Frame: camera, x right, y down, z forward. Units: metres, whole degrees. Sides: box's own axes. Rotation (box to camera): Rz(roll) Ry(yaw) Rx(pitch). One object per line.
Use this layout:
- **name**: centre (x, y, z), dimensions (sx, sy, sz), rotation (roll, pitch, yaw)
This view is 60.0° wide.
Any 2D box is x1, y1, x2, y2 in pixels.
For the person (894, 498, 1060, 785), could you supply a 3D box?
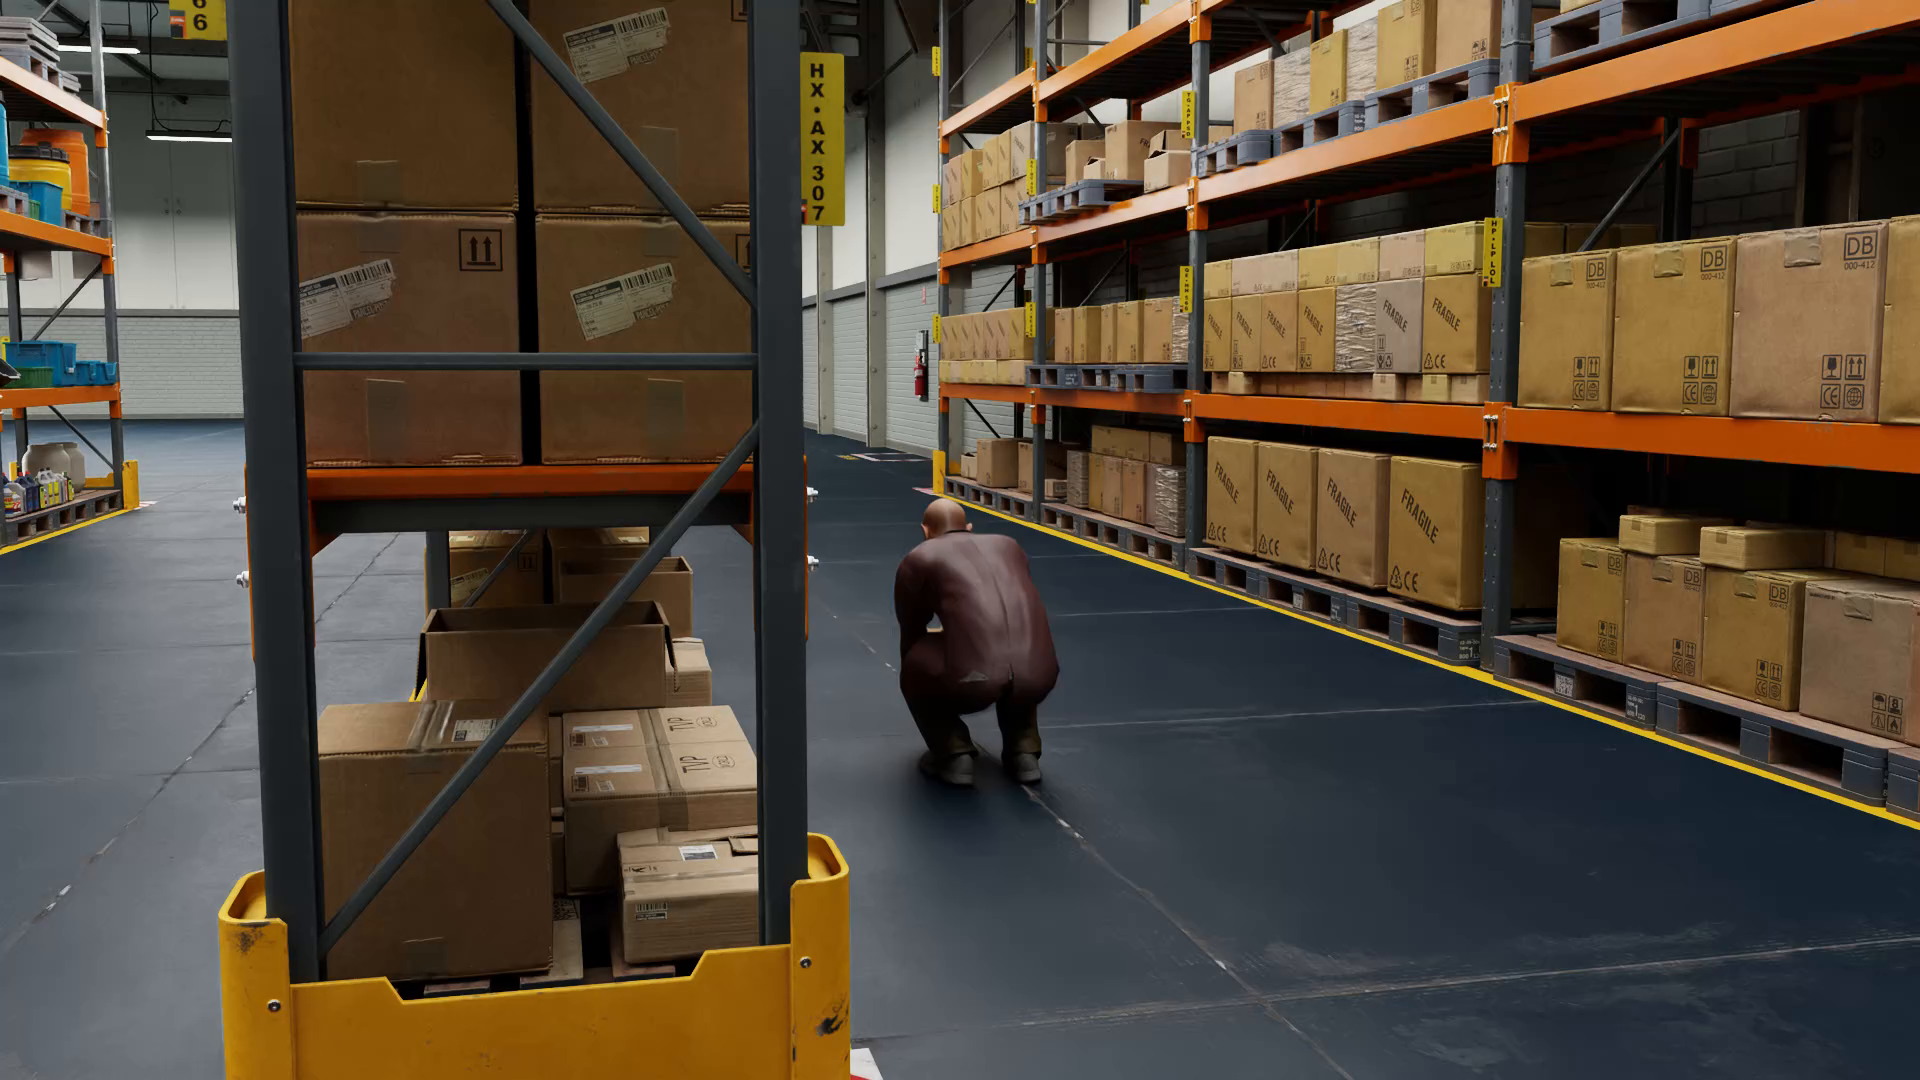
- **person**: centre (0.049, 0.360, 6.236), dimensions (0.585, 0.995, 0.928), rotation (-2, 6, -15)
